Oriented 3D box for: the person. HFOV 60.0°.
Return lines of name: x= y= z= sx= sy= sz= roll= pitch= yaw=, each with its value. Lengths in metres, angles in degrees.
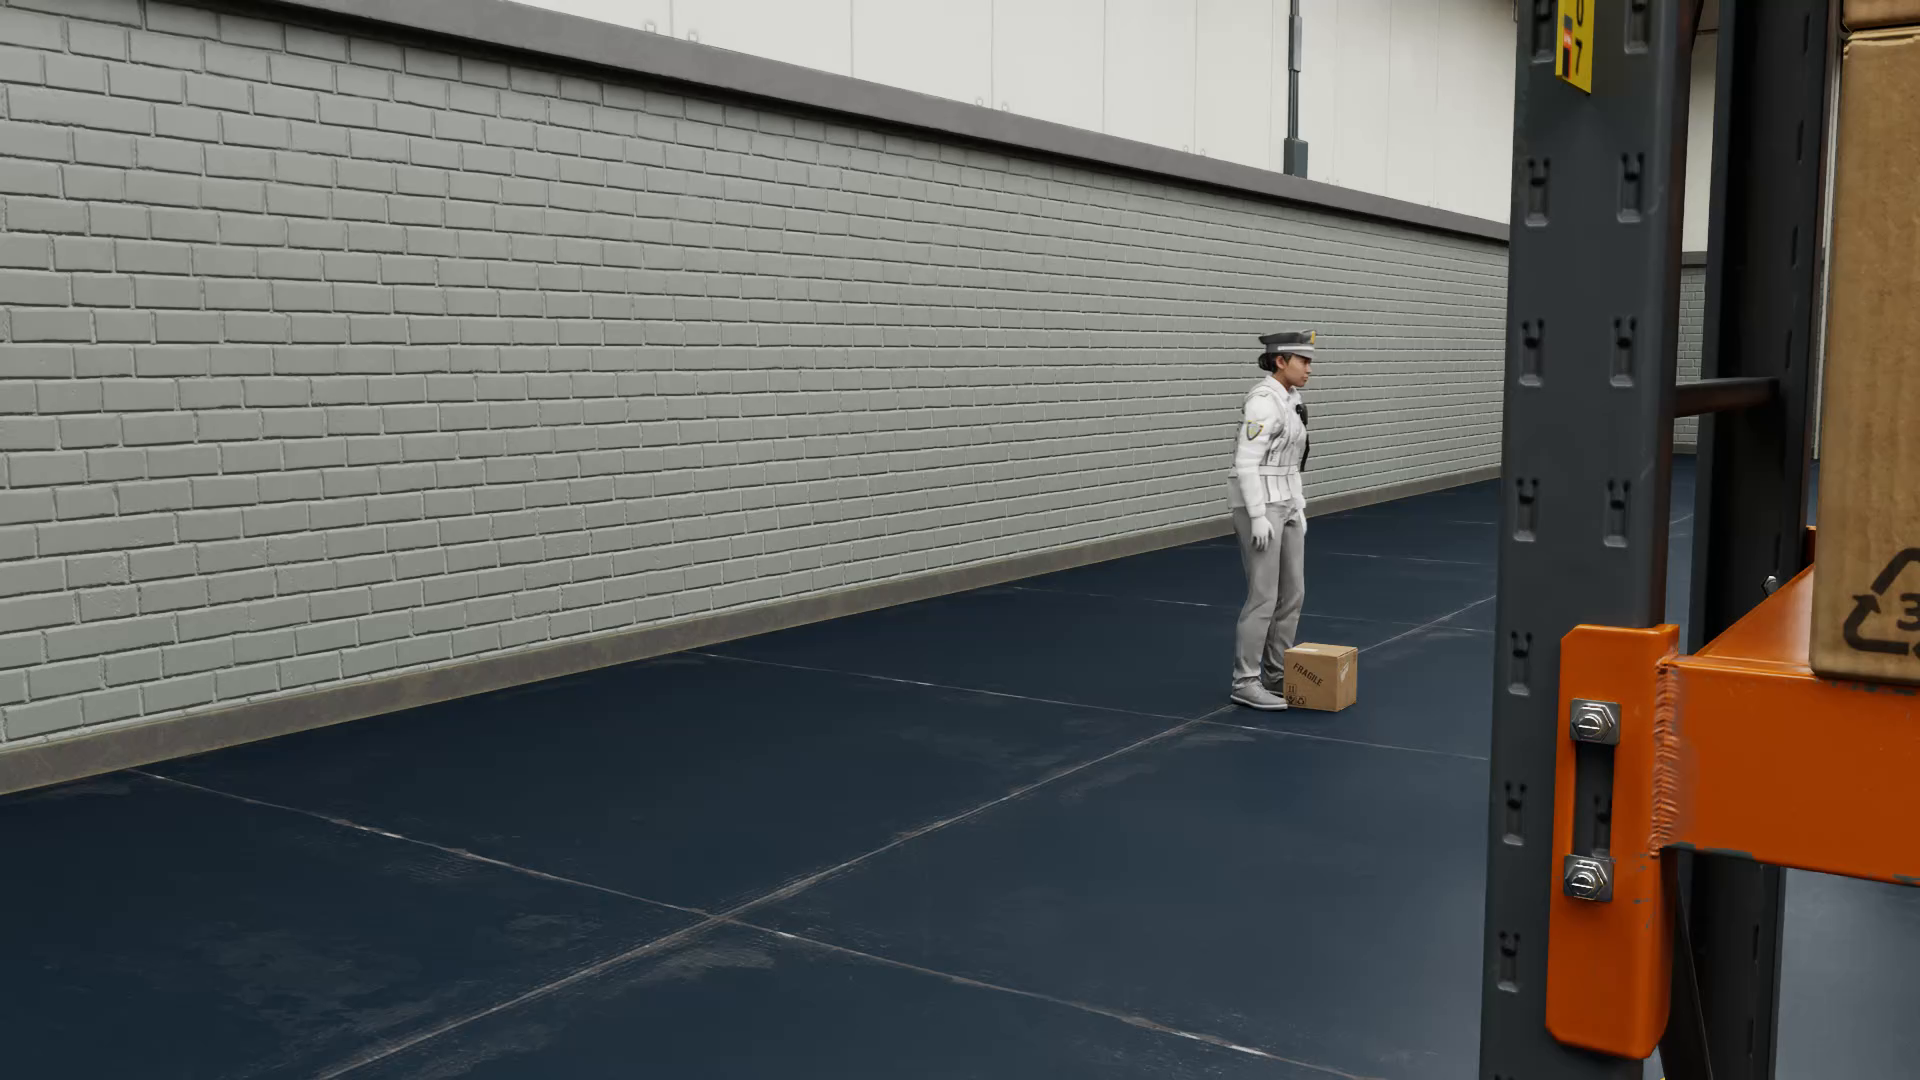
person: x=1.411 y=-0.106 z=7.431 sx=0.403 sy=1.664 sz=0.528 roll=4 pitch=8 yaw=34
